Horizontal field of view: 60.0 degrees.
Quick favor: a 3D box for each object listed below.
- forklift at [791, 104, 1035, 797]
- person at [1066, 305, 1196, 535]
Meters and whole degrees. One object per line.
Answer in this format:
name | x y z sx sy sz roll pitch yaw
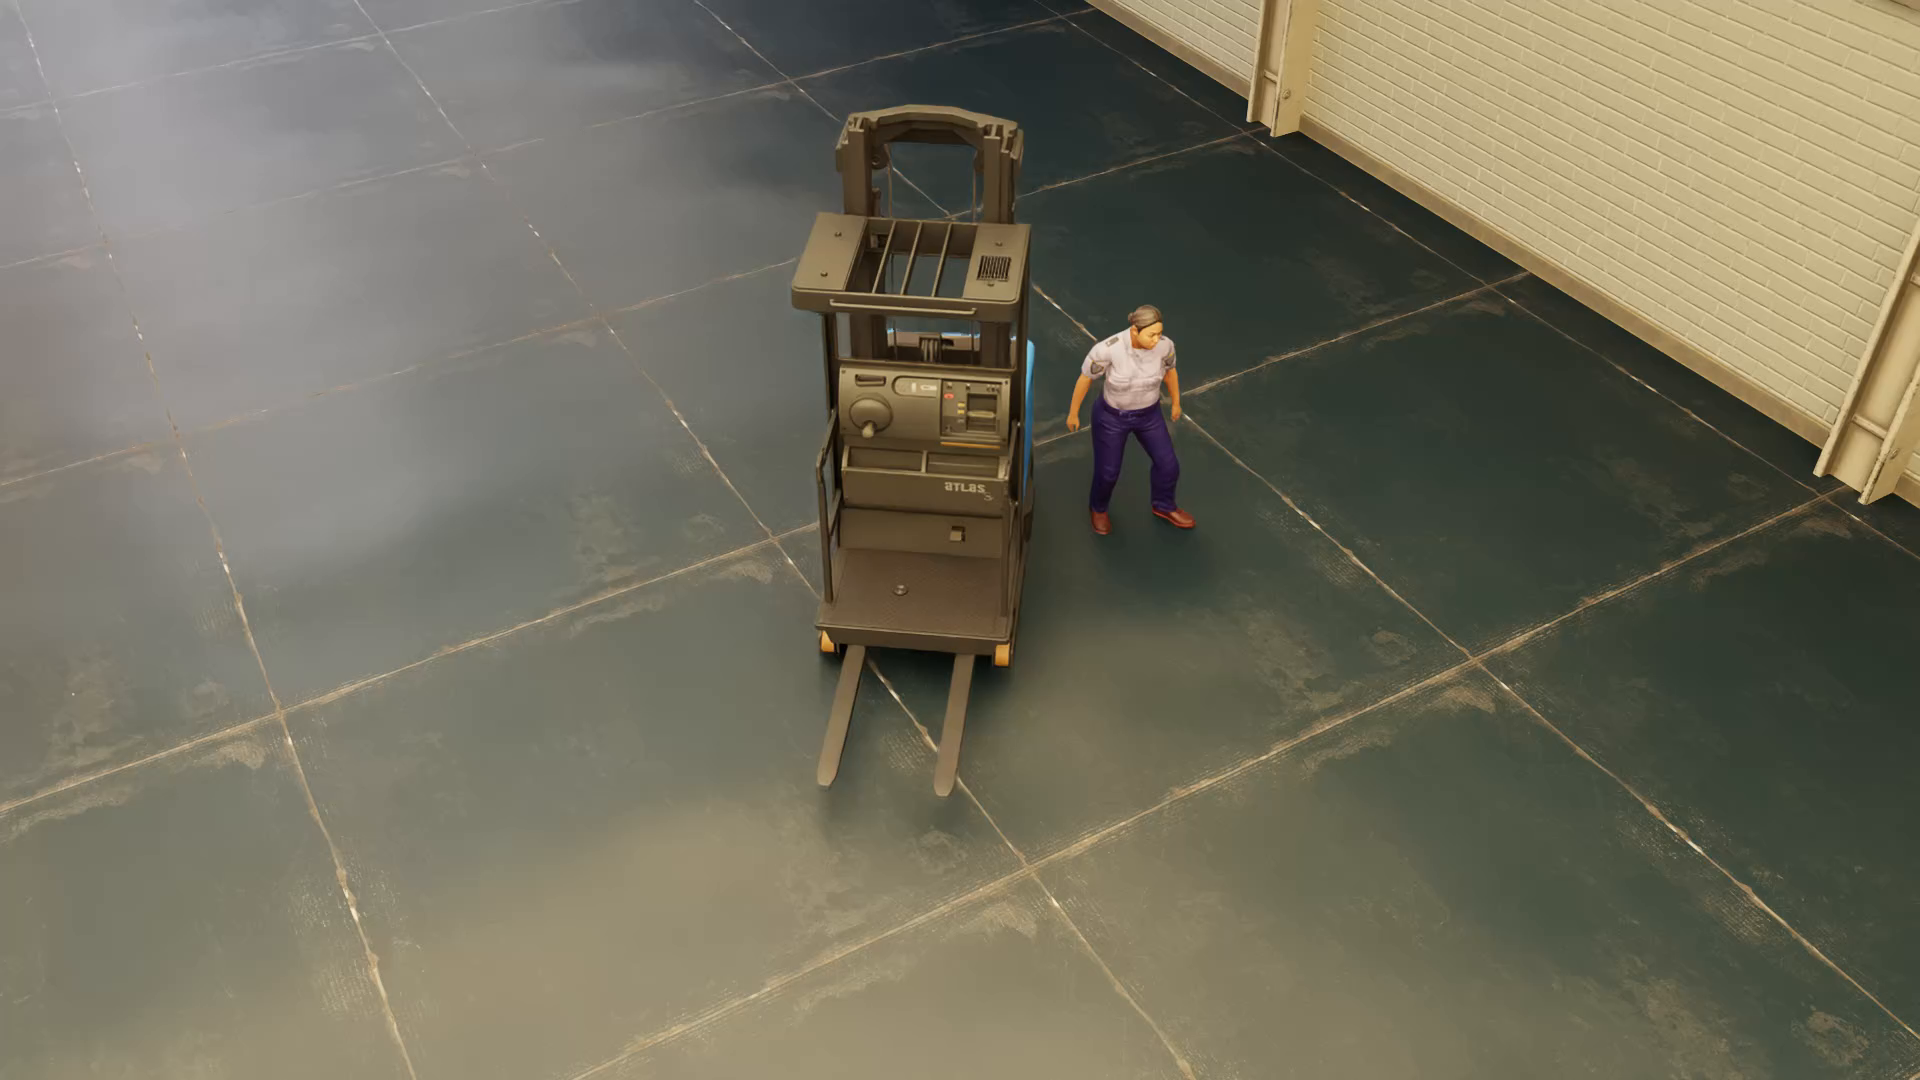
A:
forklift | -0.215 -0.644 8.812 1.130 2.935 3.031 4 40 5
person | 1.050 -0.745 9.973 0.811 1.623 0.379 -9 41 -11
